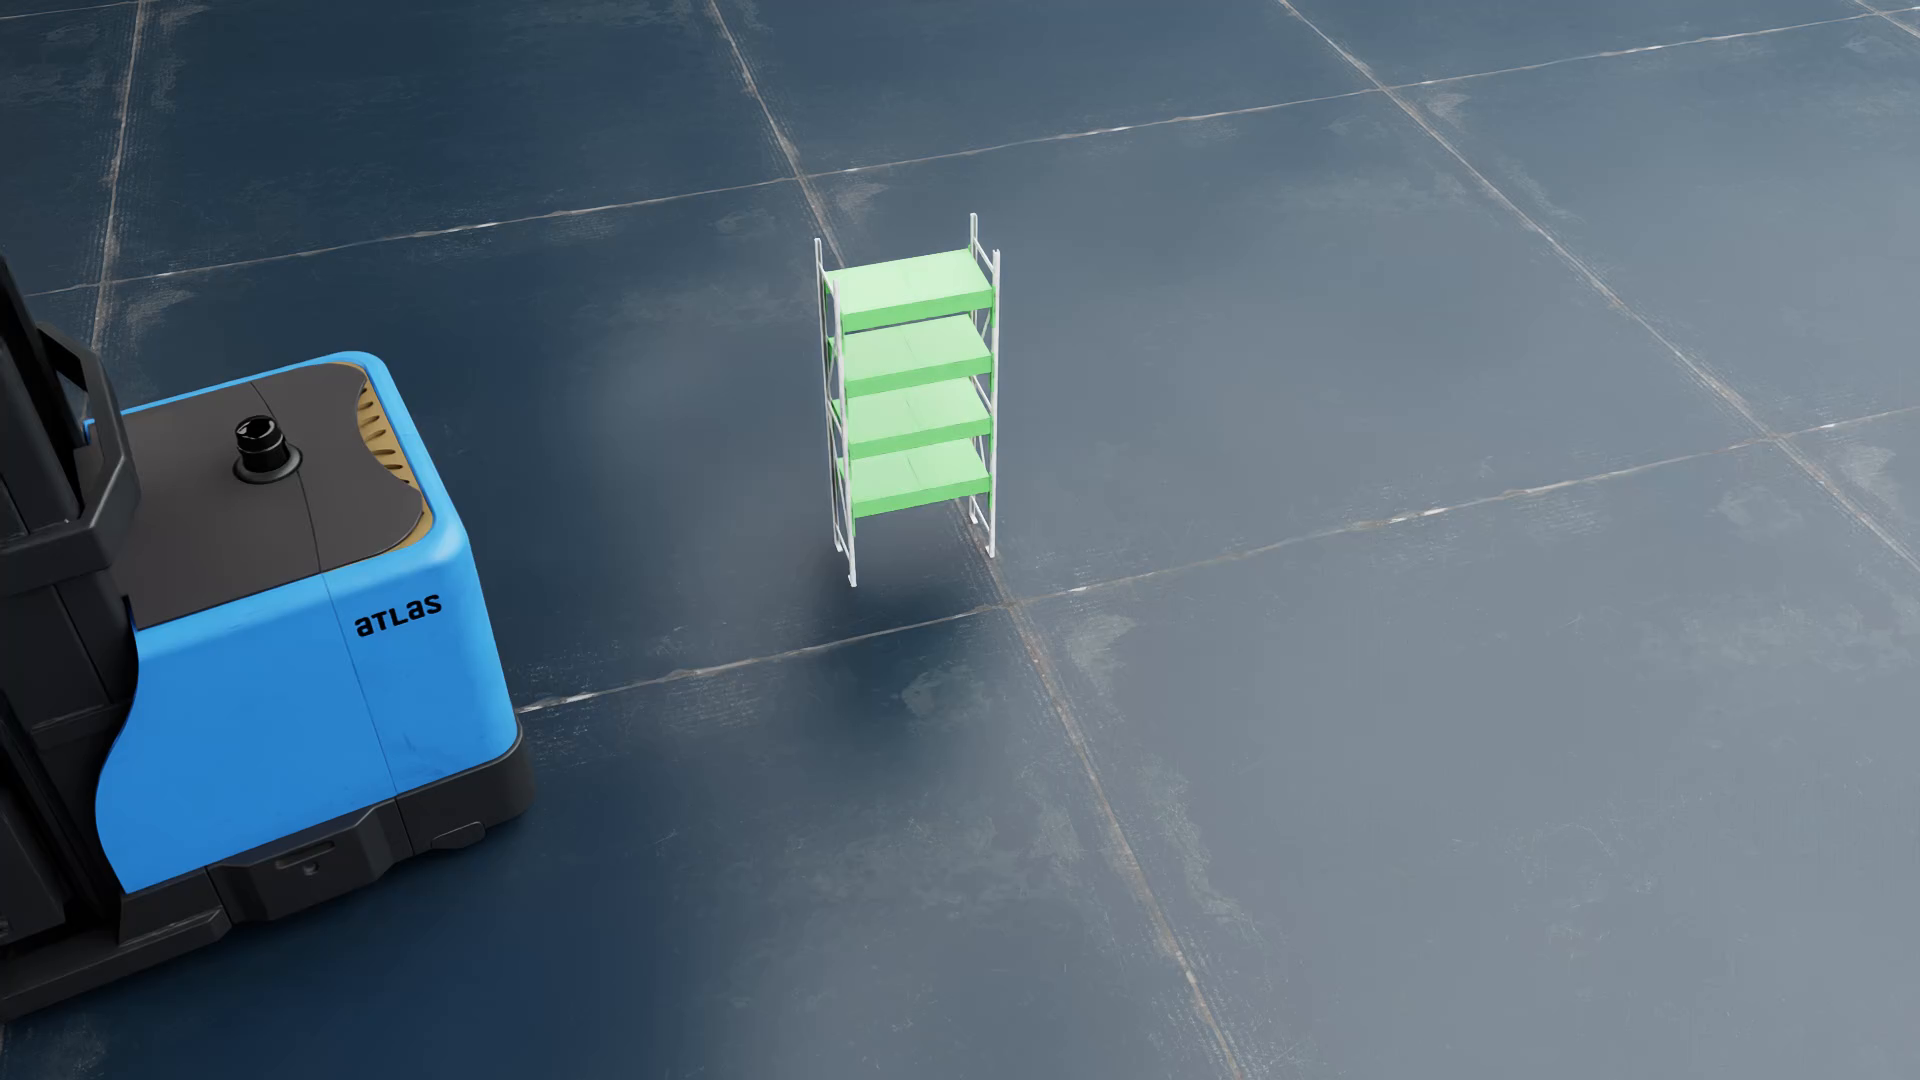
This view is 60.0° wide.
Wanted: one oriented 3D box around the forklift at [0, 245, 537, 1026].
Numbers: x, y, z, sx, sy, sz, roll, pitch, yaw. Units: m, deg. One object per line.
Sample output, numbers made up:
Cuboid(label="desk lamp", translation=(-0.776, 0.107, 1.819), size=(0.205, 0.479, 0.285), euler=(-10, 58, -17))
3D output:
Cuboid(label="forklift", translation=(-2.768, -0.119, 3.658), size=(3.031, 2.935, 1.130), euler=(-20, 45, -21))

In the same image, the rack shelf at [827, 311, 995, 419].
Cuboid(label="rack shelf", translation=(-0.158, -0.552, 5.202), size=(0.480, 0.148, 0.258), euler=(-12, 42, -13))

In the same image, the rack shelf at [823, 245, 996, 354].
Cuboid(label="rack shelf", translation=(-0.158, -0.732, 5.044), size=(0.480, 0.148, 0.258), euler=(-12, 42, -13))

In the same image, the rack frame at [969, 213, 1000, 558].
Cuboid(label="rack frame", translation=(0.075, -0.467, 5.373), size=(0.015, 1.200, 0.240), euler=(-12, 42, -13))

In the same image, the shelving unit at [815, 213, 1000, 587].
Cuboid(label="shelving unit", translation=(-0.158, -0.419, 5.318), size=(0.503, 1.200, 0.258), euler=(-12, 42, -13))

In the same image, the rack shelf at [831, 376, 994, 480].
Cuboid(label="rack shelf", translation=(-0.158, -0.371, 5.360), size=(0.480, 0.148, 0.258), euler=(-12, 42, -13))

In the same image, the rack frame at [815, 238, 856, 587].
Cuboid(label="rack frame", translation=(-0.391, -0.371, 5.263), size=(0.015, 1.200, 0.240), euler=(-12, 42, -13))

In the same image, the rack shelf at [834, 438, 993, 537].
Cuboid(label="rack shelf", translation=(-0.158, -0.190, 5.518), size=(0.480, 0.148, 0.258), euler=(-12, 42, -13))
